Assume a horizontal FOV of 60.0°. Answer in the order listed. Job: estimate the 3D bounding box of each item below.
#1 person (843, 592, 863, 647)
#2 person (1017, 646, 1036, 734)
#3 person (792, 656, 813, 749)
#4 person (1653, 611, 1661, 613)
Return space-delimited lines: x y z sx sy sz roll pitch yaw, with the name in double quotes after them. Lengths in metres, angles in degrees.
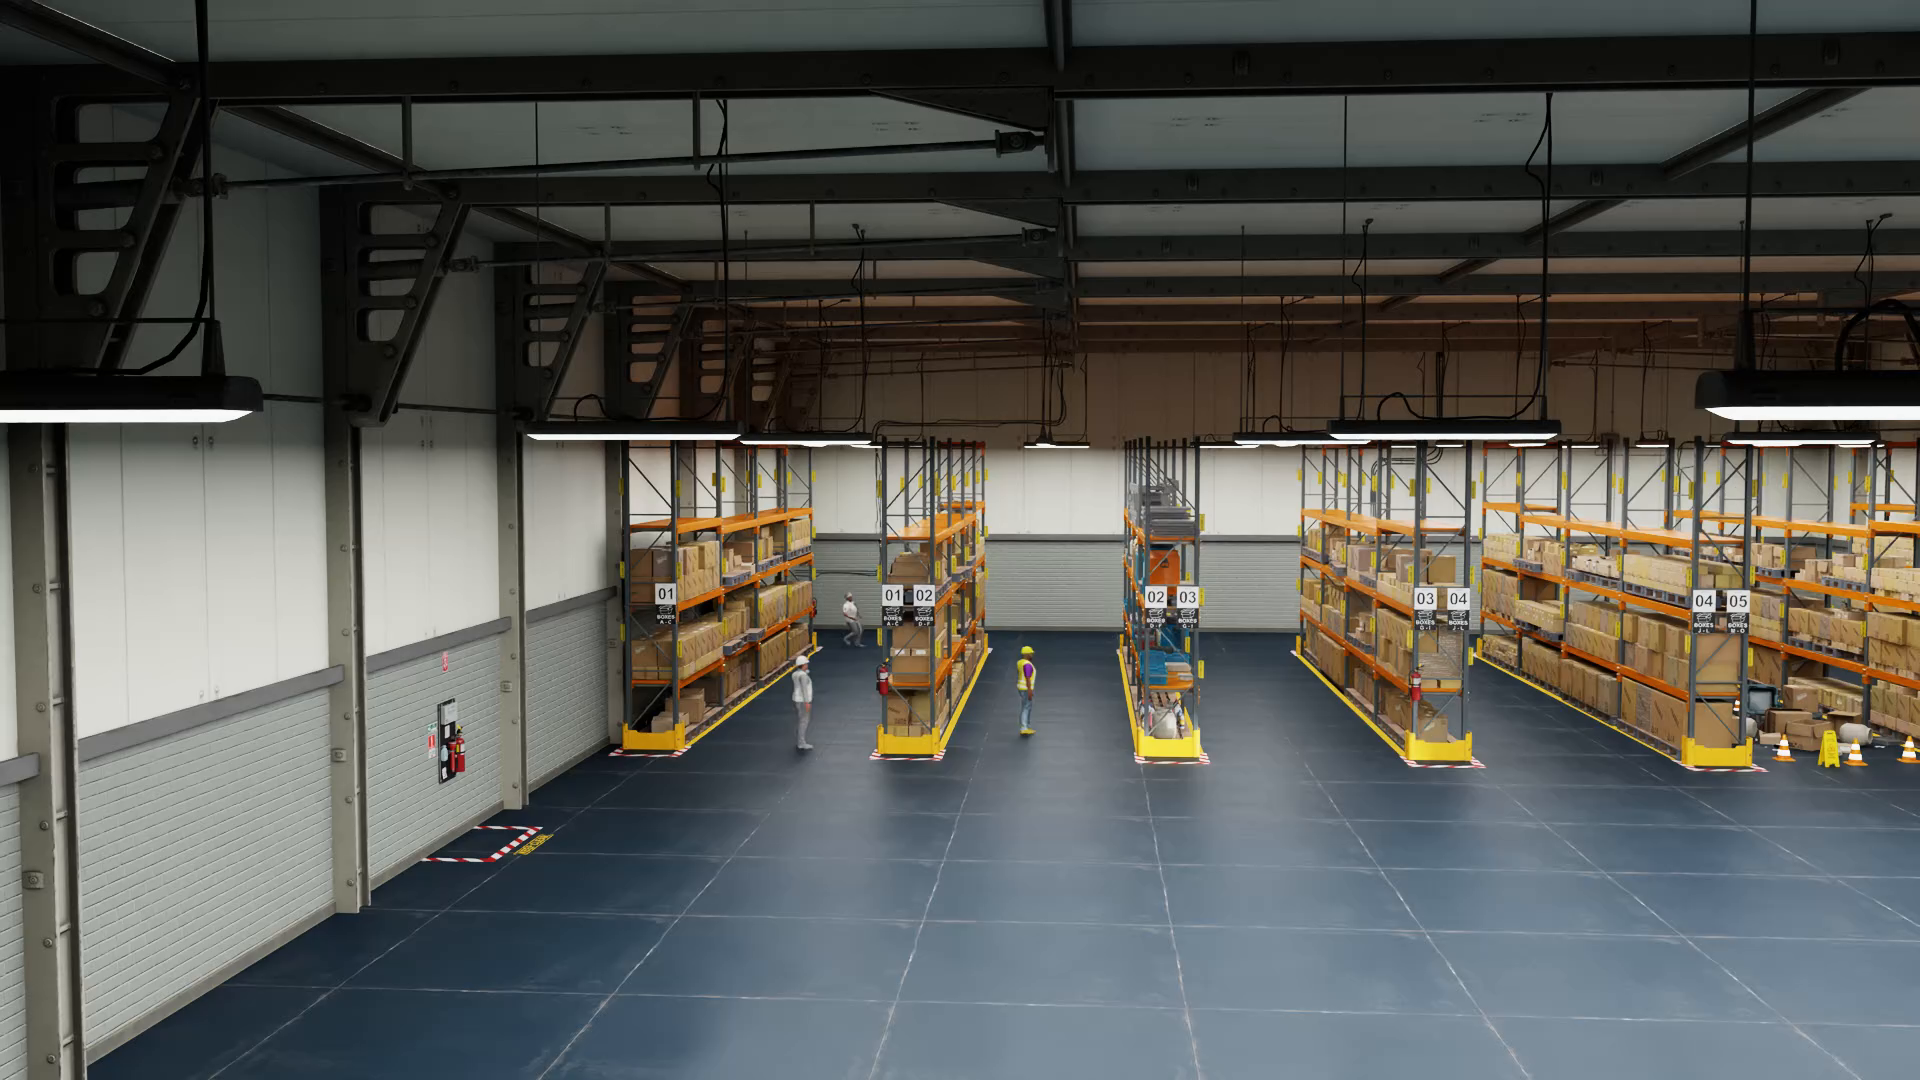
-3.163 2.331 48.490 0.546 1.630 0.639 2 3 27 "person"
1.394 3.054 33.712 0.446 1.795 0.644 -1 3 -10 "person"
-3.037 3.143 32.080 0.365 1.817 0.622 -1 3 -18 "person"
17.112 2.642 40.920 0.634 1.824 0.596 0 3 -7 "person"
